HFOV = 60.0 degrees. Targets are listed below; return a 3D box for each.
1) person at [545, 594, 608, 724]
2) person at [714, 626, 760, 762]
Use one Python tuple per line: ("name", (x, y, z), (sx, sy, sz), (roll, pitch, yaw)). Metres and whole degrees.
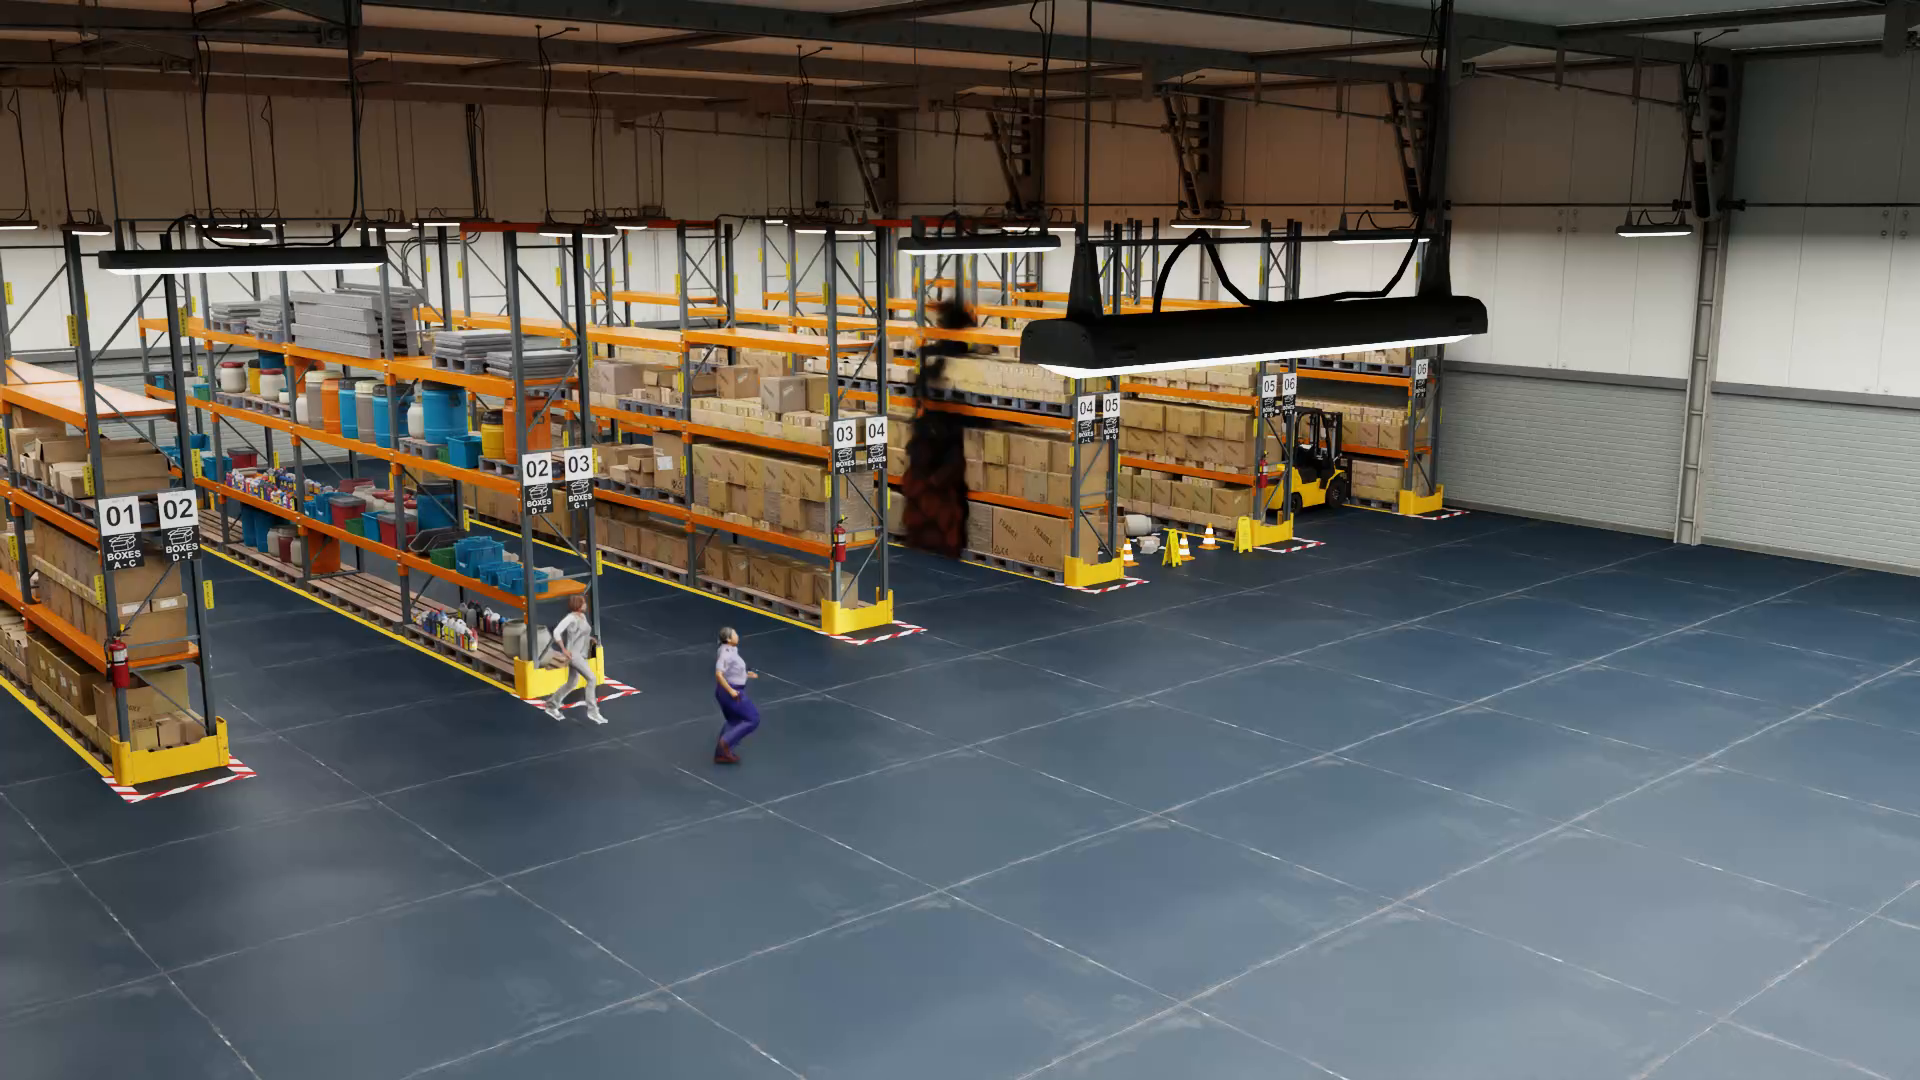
("person", (-4.758, 1.465, 20.624), (0.796, 1.578, 0.564), (0, 11, 0))
("person", (-2.568, 1.764, 19.040), (0.559, 1.599, 0.593), (-4, 12, -19))
